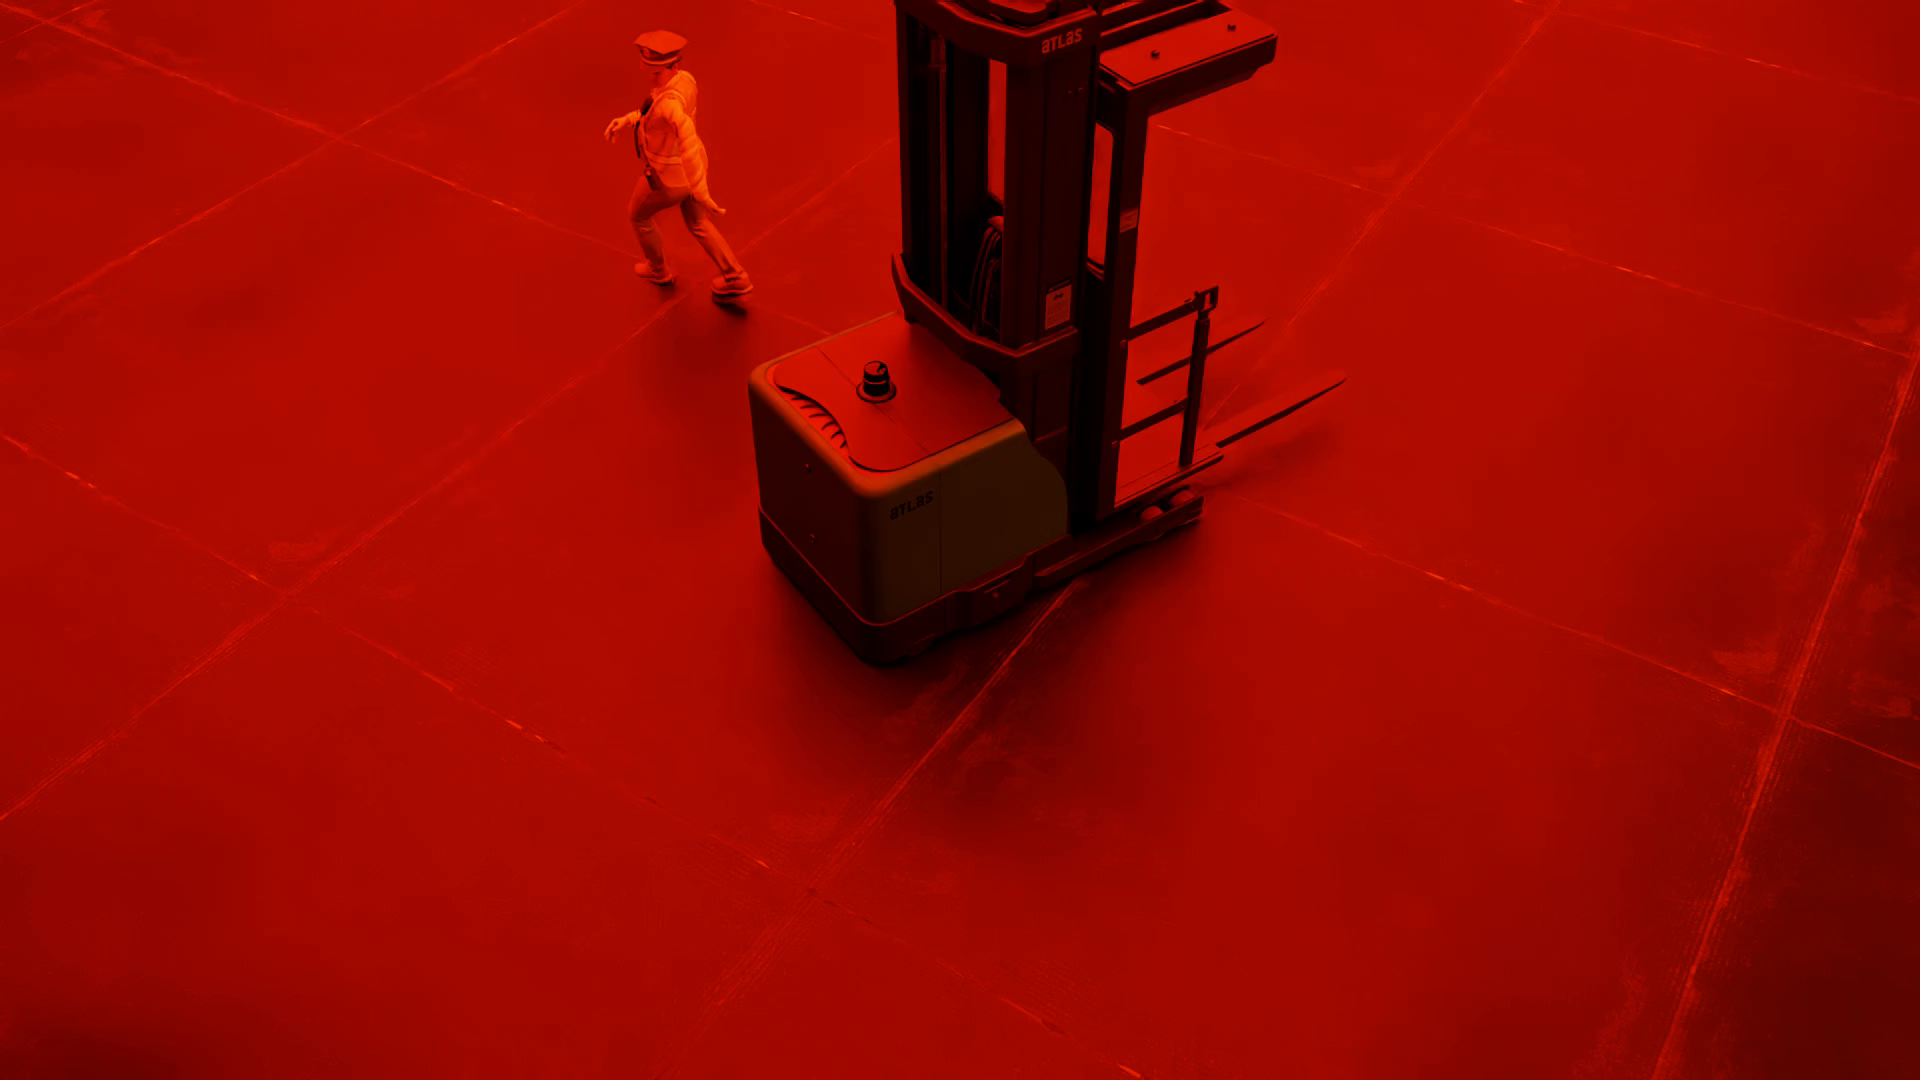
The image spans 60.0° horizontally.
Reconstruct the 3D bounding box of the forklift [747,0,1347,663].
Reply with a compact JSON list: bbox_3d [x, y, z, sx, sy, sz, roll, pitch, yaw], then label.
[{"bbox_3d":[0.561,-1.334,7.256,3.031,2.935,1.130,-26,49,-25],"label":"forklift"}]

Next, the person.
[{"bbox_3d":[-1.539,-1.969,8.935,0.849,1.588,0.517,19,47,19],"label":"person"}]
